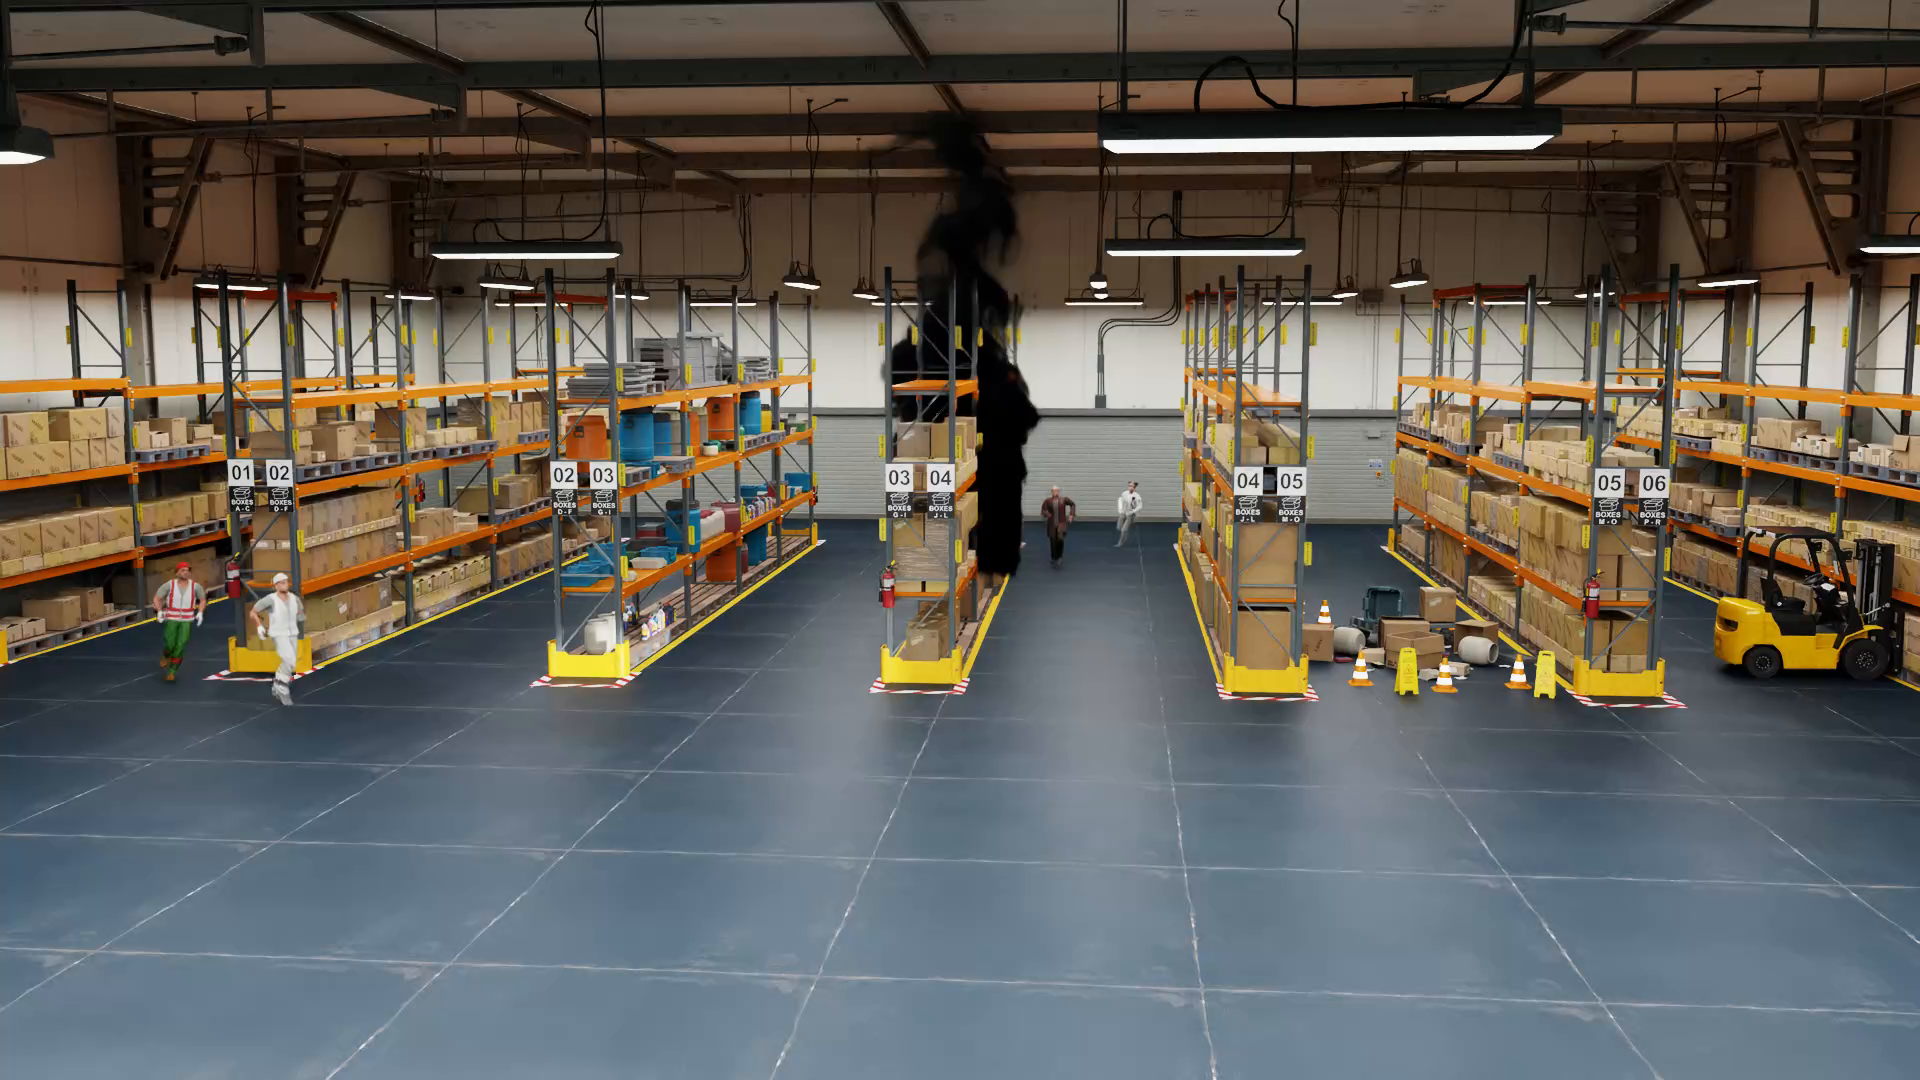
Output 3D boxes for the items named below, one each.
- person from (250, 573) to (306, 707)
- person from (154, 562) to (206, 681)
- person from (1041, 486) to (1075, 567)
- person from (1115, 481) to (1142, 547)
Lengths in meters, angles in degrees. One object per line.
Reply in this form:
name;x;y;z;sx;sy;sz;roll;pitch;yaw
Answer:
person;-9.242;1.361;22.750;0.743;1.823;0.648;4;8;28
person;-11.482;1.176;24.539;0.703;1.715;0.686;-4;8;-30
person;2.140;-0.305;36.468;0.731;1.768;0.932;2;7;12
person;4.052;-0.625;39.835;0.681;1.612;0.561;4;8;30
